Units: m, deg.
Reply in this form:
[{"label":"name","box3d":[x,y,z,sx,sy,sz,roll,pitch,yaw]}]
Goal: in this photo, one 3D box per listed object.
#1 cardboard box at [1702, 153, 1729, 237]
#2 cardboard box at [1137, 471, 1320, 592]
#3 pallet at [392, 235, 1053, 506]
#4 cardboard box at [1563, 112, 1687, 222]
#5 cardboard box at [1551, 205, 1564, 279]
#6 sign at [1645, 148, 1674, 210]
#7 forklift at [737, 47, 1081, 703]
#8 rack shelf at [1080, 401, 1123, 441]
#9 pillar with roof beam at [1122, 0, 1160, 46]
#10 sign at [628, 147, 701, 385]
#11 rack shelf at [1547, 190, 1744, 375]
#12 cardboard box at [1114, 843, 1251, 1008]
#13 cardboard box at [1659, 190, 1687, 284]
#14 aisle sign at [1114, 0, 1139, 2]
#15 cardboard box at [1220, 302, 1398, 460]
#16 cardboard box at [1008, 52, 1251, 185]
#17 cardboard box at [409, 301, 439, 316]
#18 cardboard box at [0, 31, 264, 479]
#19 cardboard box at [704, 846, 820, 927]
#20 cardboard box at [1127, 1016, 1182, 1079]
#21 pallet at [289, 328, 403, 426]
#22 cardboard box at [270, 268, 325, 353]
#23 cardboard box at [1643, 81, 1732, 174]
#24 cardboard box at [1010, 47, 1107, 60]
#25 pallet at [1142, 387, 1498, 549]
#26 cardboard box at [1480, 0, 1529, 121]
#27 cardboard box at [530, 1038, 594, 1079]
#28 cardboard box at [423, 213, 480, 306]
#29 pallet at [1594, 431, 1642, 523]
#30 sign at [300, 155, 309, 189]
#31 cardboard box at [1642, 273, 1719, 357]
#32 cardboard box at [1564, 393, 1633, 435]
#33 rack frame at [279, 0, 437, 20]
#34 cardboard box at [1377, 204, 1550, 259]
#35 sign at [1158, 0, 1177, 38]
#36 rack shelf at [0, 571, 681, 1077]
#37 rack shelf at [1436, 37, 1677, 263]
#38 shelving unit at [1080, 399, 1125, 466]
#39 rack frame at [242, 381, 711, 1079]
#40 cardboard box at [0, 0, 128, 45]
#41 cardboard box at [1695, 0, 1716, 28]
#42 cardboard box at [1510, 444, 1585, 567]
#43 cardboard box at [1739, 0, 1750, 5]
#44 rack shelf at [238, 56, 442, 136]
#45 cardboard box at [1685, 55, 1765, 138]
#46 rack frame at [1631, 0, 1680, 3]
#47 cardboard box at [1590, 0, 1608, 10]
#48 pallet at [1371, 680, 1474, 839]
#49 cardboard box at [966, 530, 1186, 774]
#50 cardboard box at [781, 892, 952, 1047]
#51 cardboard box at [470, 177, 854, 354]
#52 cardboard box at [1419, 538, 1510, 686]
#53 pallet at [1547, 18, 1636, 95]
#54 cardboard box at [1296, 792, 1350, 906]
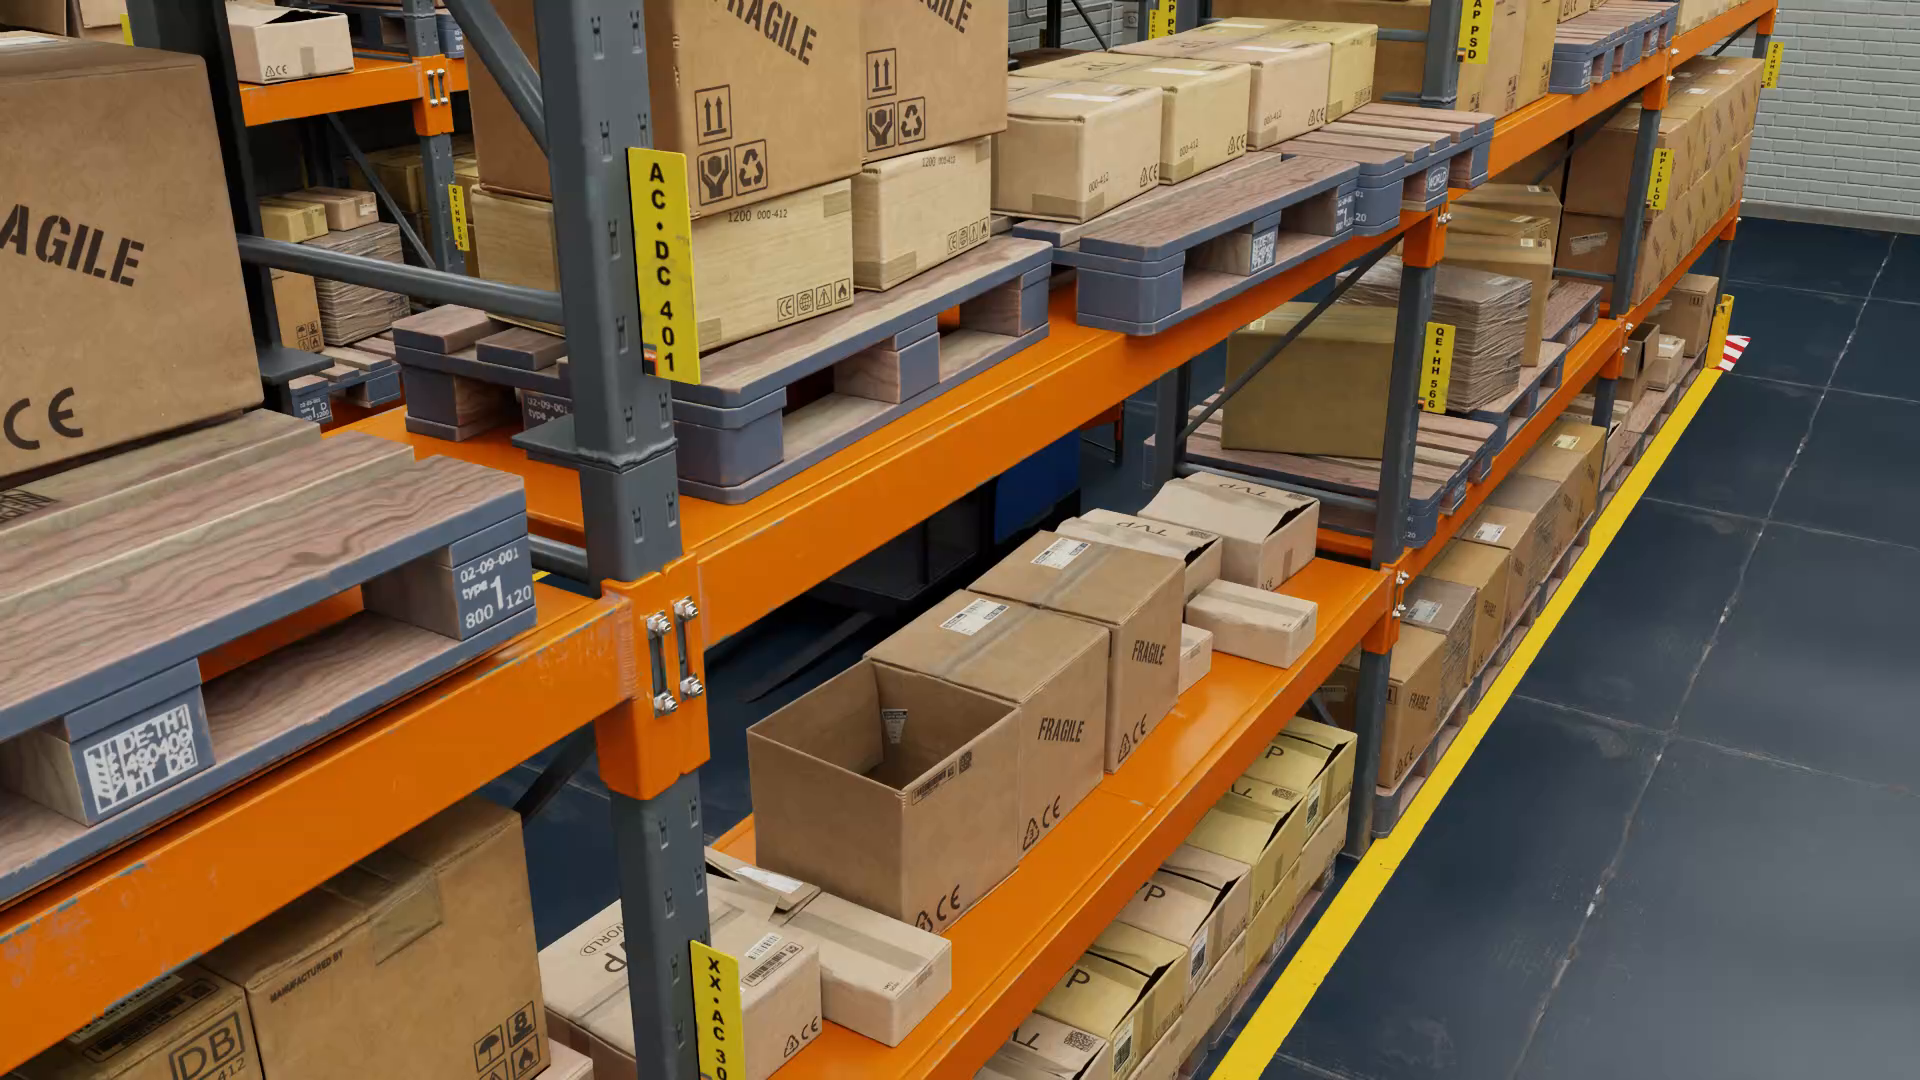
[{"label":"cardboard box","box3d":[4.901,-2.391,11.370,0.500,0.500,0.500,14,27,29]},{"label":"cardboard box","box3d":[0.996,-0.041,6.182,0.500,0.311,0.500,16,28,32]},{"label":"pallet","box3d":[-0.431,-0.435,3.444,0.805,0.209,1.217,13,26,27]},{"label":"cardboard box","box3d":[3.822,-2.151,9.558,0.500,0.500,0.500,15,27,30]},{"label":"cardboard box","box3d":[3.381,-1.814,10.039,0.500,0.500,0.500,14,27,30]},{"label":"sign","box3d":[3.808,-1.962,9.049,0.100,0.325,0.005,14,27,29]},{"label":"forklift","box3d":[-0.475,-0.992,8.352,1.130,2.935,3.031,13,27,28]},{"label":"rack shelf","box3d":[0.497,-0.732,10.641,1.000,0.278,0.538,-18,29,-35]},{"label":"pillar with roof beam","box3d":[5.581,-6.876,14.307,9.100,9.000,0.400,14,27,29]},{"label":"sign","box3d":[-0.413,-0.380,2.326,0.100,0.325,0.005,14,27,29]},{"label":"rack shelf","box3d":[4.390,-1.891,11.247,1.077,0.370,4.000,14,27,29]},{"label":"cardboard box","box3d":[0.621,1.191,5.450,0.500,0.311,0.500,14,27,29]},{"label":"cardboard box","box3d":[4.103,-1.880,10.192,0.500,0.500,0.500,14,27,30]},{"label":"aisle sign","box3d":[1.527,-5.087,14.453,0.394,0.787,0.004,14,27,29]},{"label":"cardboard box","box3d":[1.461,-0.671,6.869,0.700,0.500,0.500,5,24,11]},{"label":"cardboard box","box3d":[0.461,-1.160,4.538,0.500,0.250,0.500,13,27,28]},{"label":"cardboard box","box3d":[-3.031,-1.290,9.245,0.380,0.149,0.250,14,27,30]},{"label":"cardboard box","box3d":[-1.375,-0.410,2.316,0.500,0.500,0.500,16,28,33]},{"label":"cardboard box","box3d":[-0.577,0.881,4.109,0.396,0.266,0.258,13,27,28]},{"label":"cardboard box","box3d":[0.349,1.620,5.165,0.500,0.250,0.500,14,27,30]},{"label":"pallet","box3d":[-3.271,-0.882,8.253,1.213,0.211,1.003,14,27,29]},{"label":"cardboard box","box3d":[-3.497,-1.125,7.894,0.700,0.500,0.500,11,26,24]},{"label":"cardboard box","box3d":[4.637,-2.673,10.764,0.500,0.500,0.500,15,27,31]},{"label":"cardboard box","box3d":[0.974,-3.896,14.597,0.980,0.700,0.700,15,28,31]},{"label":"pallet","box3d":[1.523,-0.351,7.027,1.213,0.211,1.003,14,27,29]},{"label":"cardboard box","box3d":[1.695,-1.945,6.565,0.910,0.500,0.500,14,27,29]},{"label":"cardboard box","box3d":[-0.846,0.947,2.844,0.380,0.149,0.250,14,27,29]},{"label":"cardboard box","box3d":[-2.512,-1.535,8.994,0.500,0.500,0.500,15,27,30]},{"label":"pallet","box3d":[3.698,-0.498,10.634,1.003,0.211,1.213,14,27,29]},{"label":"sign","box3d":[-3.459,-1.879,8.858,0.100,0.325,0.005,14,27,29]},{"label":"cardboard box","box3d":[5.367,-1.716,12.530,0.500,0.500,0.500,14,27,29]},{"label":"cardboard box","box3d":[4.188,-0.838,10.922,0.380,0.166,0.250,14,27,29]},{"label":"rack frame","box3d":[-2.985,-3.986,7.630,1.000,3.000,0.127,14,27,29]},{"label":"cardboard box","box3d":[2.586,-1.426,8.614,0.700,0.500,0.500,19,30,37]},{"label":"sign","box3d":[0.765,-1.924,5.992,0.100,0.325,0.005,14,27,29]},{"label":"rack shelf","box3d":[-1.940,0.783,1.296,1.077,0.370,4.000,14,27,29]},{"label":"rack shelf","box3d":[2.280,-1.917,7.533,1.077,0.370,4.000,14,27,29]},{"label":"shelving unit","box3d":[0.497,-0.957,10.544,1.048,1.125,0.538,-18,29,-35]},{"label":"rack frame","box3d":[-0.885,1.154,3.308,1.000,3.000,0.127,14,27,29]},{"label":"cardboard box","box3d":[-3.748,-2.248,7.235,0.797,0.503,0.637,18,29,36]},{"label":"cardboard box","box3d":[4.069,-3.134,9.626,0.500,0.250,0.500,14,27,29]},{"label":"cardboard box","box3d":[3.050,-0.209,9.050,0.500,0.500,0.500,14,27,29]},{"label":"cardboard box","box3d":[4.872,-3.637,10.789,0.500,0.250,0.500,14,27,29]},{"label":"rack shelf","box3d":[-4.040,-1.604,6.809,1.077,0.370,4.000,14,27,29]},{"label":"cardboard box","box3d":[5.444,-3.193,11.965,0.500,0.500,0.500,14,27,29]},{"label":"rack frame","box3d":[3.335,-4.299,8.353,1.000,3.000,0.127,14,27,29]},{"label":"cardboard box","box3d":[3.007,-3.052,8.469,0.600,0.600,0.600,11,26,24]},{"label":"pallet","box3d":[1.651,0.840,7.544,1.003,0.211,1.213,14,27,29]},{"label":"cardboard box","box3d":[0.354,0.328,5.091,0.500,0.500,0.500,12,26,26]},{"label":"cardboard box","box3d":[-0.244,1.013,3.950,0.380,0.149,0.250,14,27,29]},{"label":"cardboard box","box3d":[-0.552,-0.552,3.134,0.500,0.250,0.500,17,29,34]},{"label":"cardboard box","box3d":[2.248,0.310,7.852,0.500,0.500,0.500,13,27,28]},{"label":"pallet","box3d":[2.387,-2.280,7.702,1.213,0.211,1.003,14,27,29]},{"label":"cardboard box","box3d":[1.155,1.102,6.361,0.500,0.250,0.500,15,27,30]}]
